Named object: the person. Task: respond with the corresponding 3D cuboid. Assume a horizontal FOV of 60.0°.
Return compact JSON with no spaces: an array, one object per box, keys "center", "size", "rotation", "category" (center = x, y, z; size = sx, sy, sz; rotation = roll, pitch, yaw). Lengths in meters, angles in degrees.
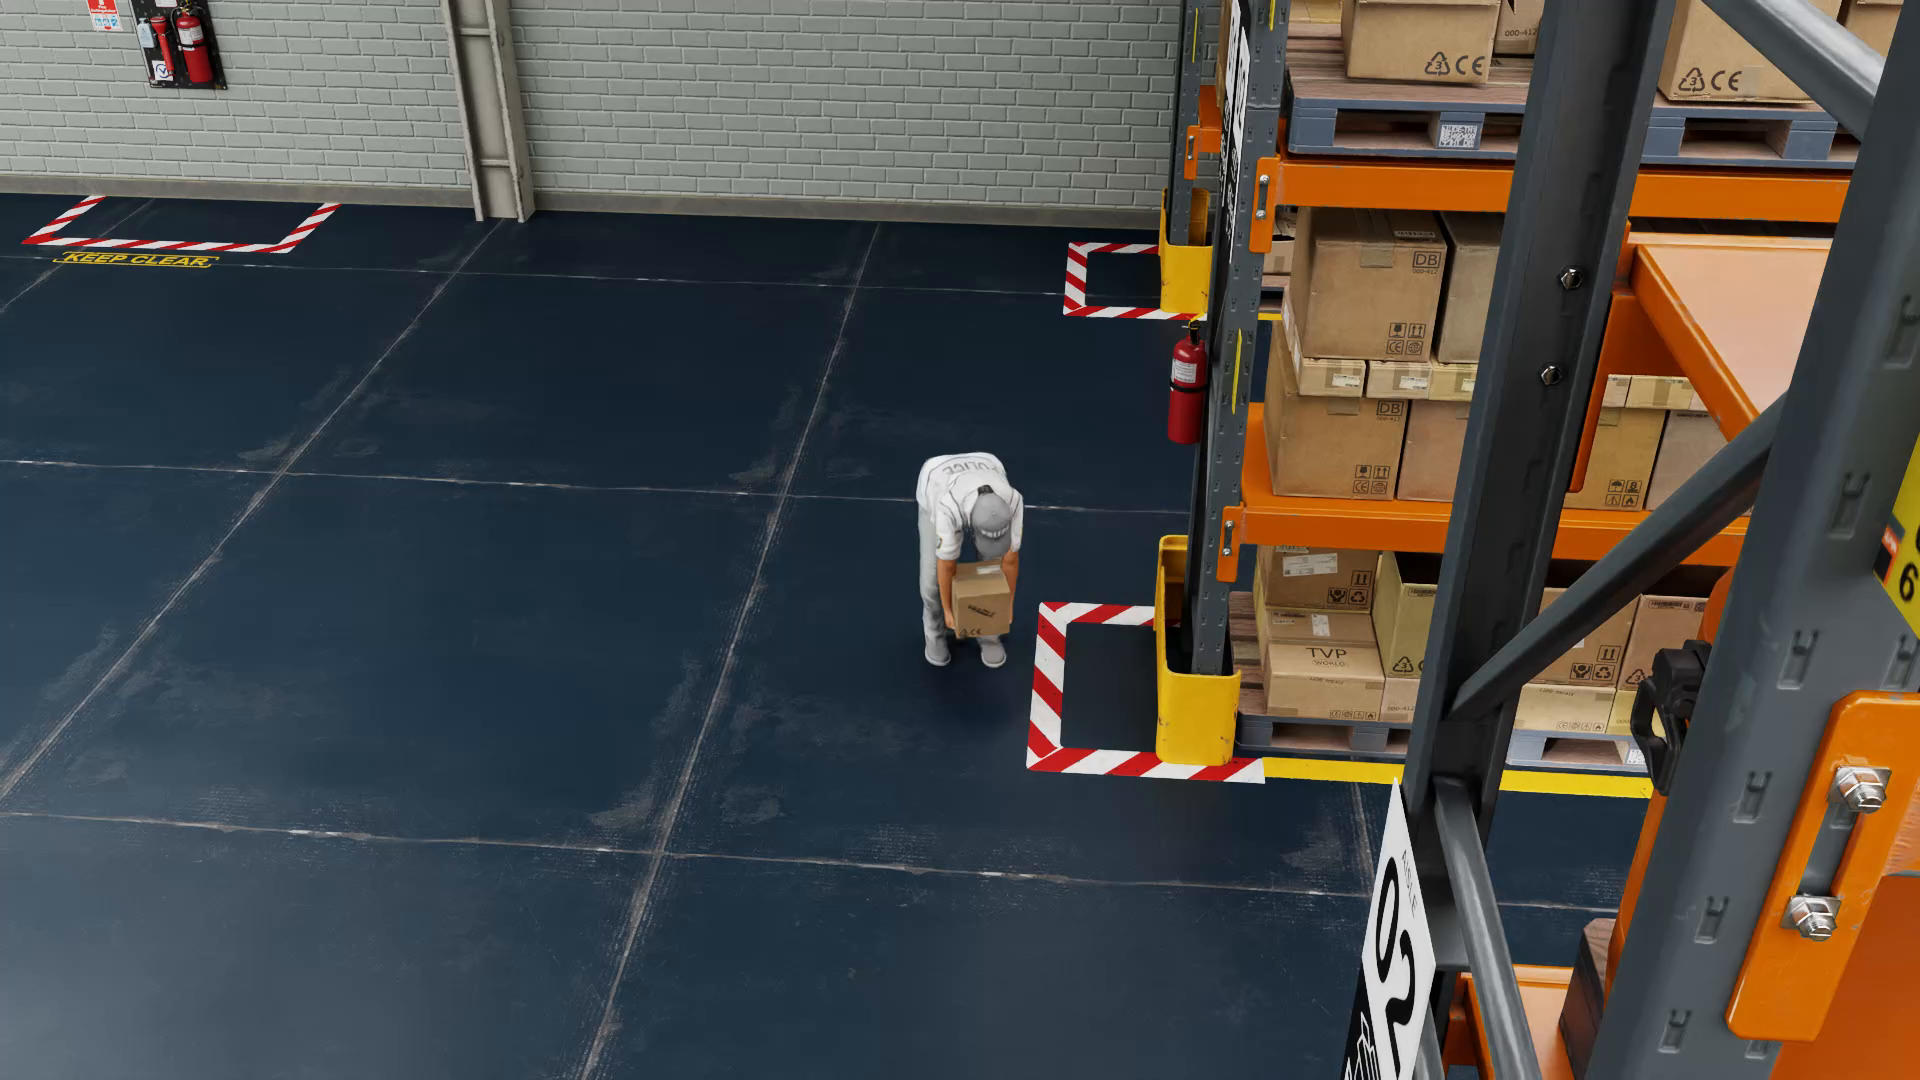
[{"center":[0.059,0.136,7.857],"size":[0.465,1.204,0.921],"rotation":[-6,33,-9],"category":"person"}]
